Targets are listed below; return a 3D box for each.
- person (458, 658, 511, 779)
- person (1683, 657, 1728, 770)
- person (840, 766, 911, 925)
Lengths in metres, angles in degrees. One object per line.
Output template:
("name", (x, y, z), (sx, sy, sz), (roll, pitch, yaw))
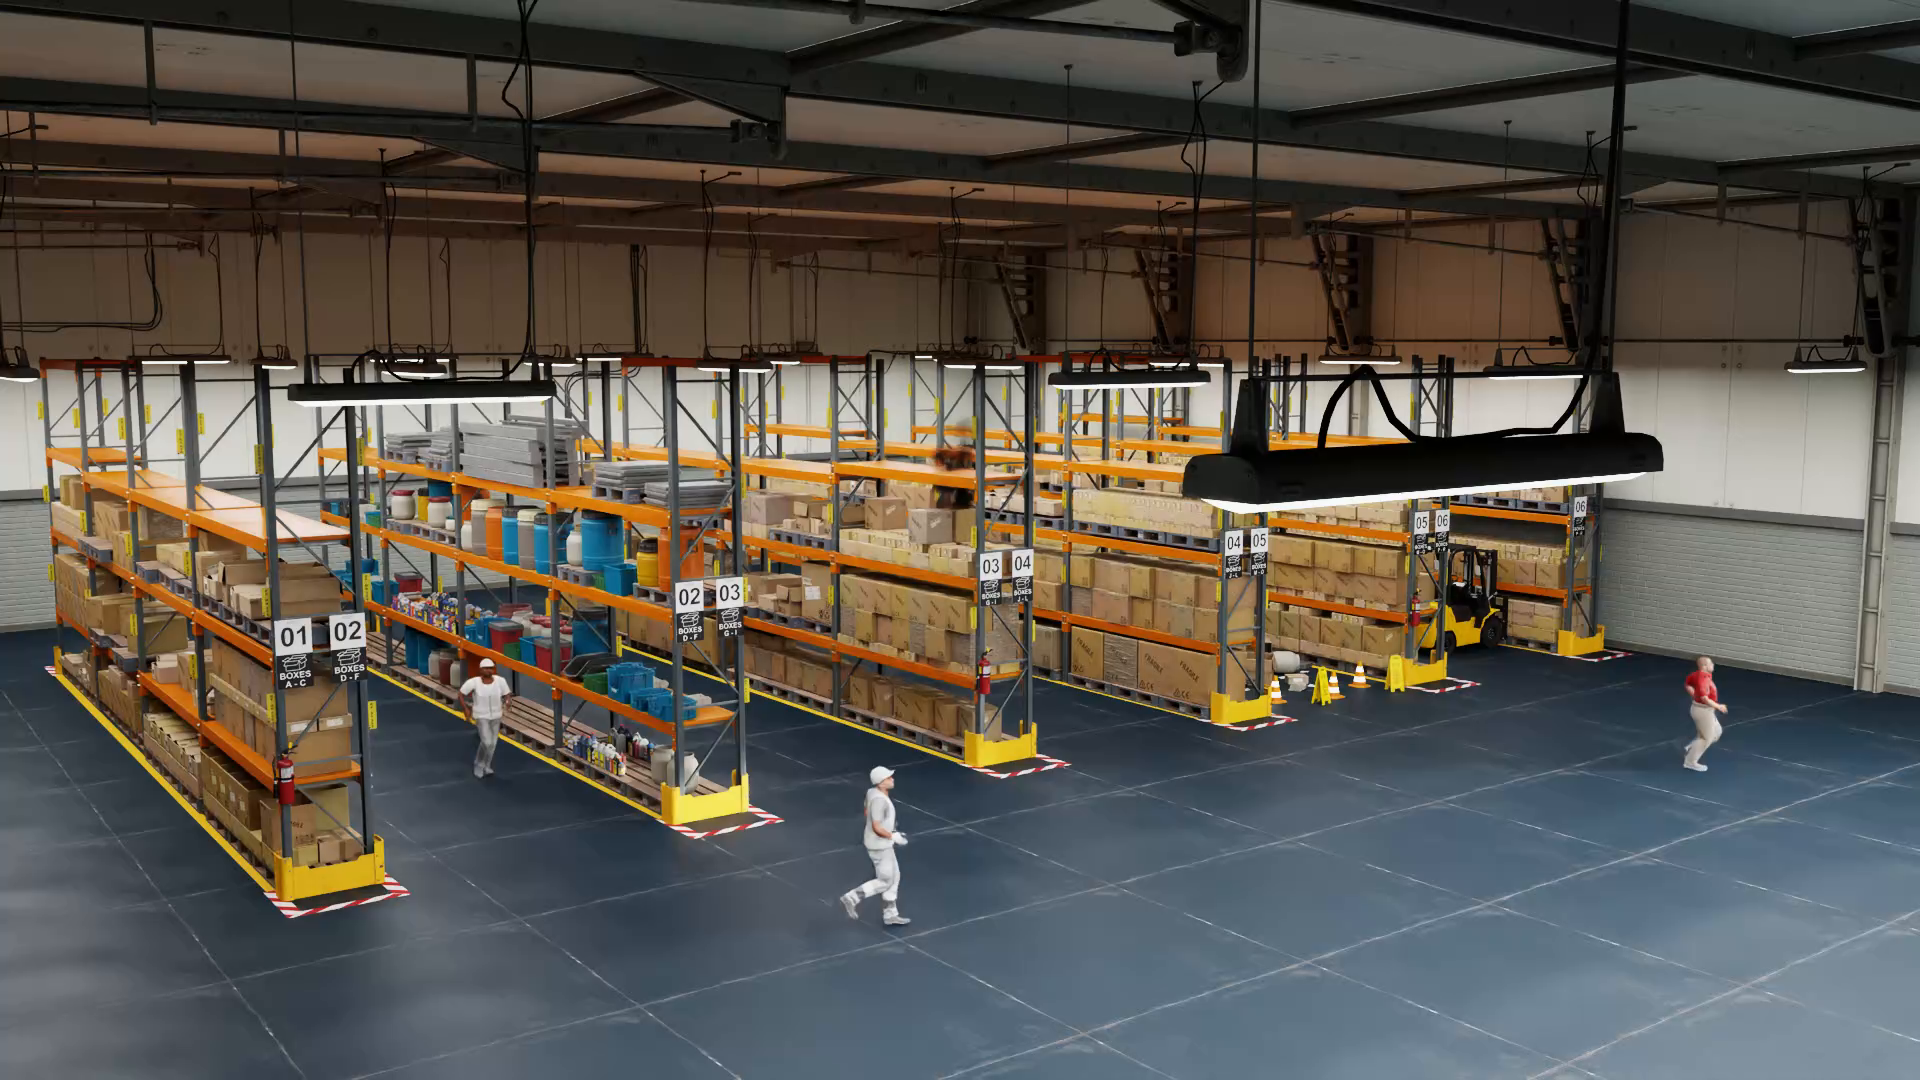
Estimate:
("person", (-6.817, 2.578, 24.066), (0.697, 1.753, 0.672), (-5, 9, -38))
("person", (11.014, 2.553, 24.565), (0.551, 1.688, 0.674), (1, 7, 11))
("person", (-0.911, 3.314, 18.006), (0.755, 1.771, 0.661), (-1, 7, -8))
